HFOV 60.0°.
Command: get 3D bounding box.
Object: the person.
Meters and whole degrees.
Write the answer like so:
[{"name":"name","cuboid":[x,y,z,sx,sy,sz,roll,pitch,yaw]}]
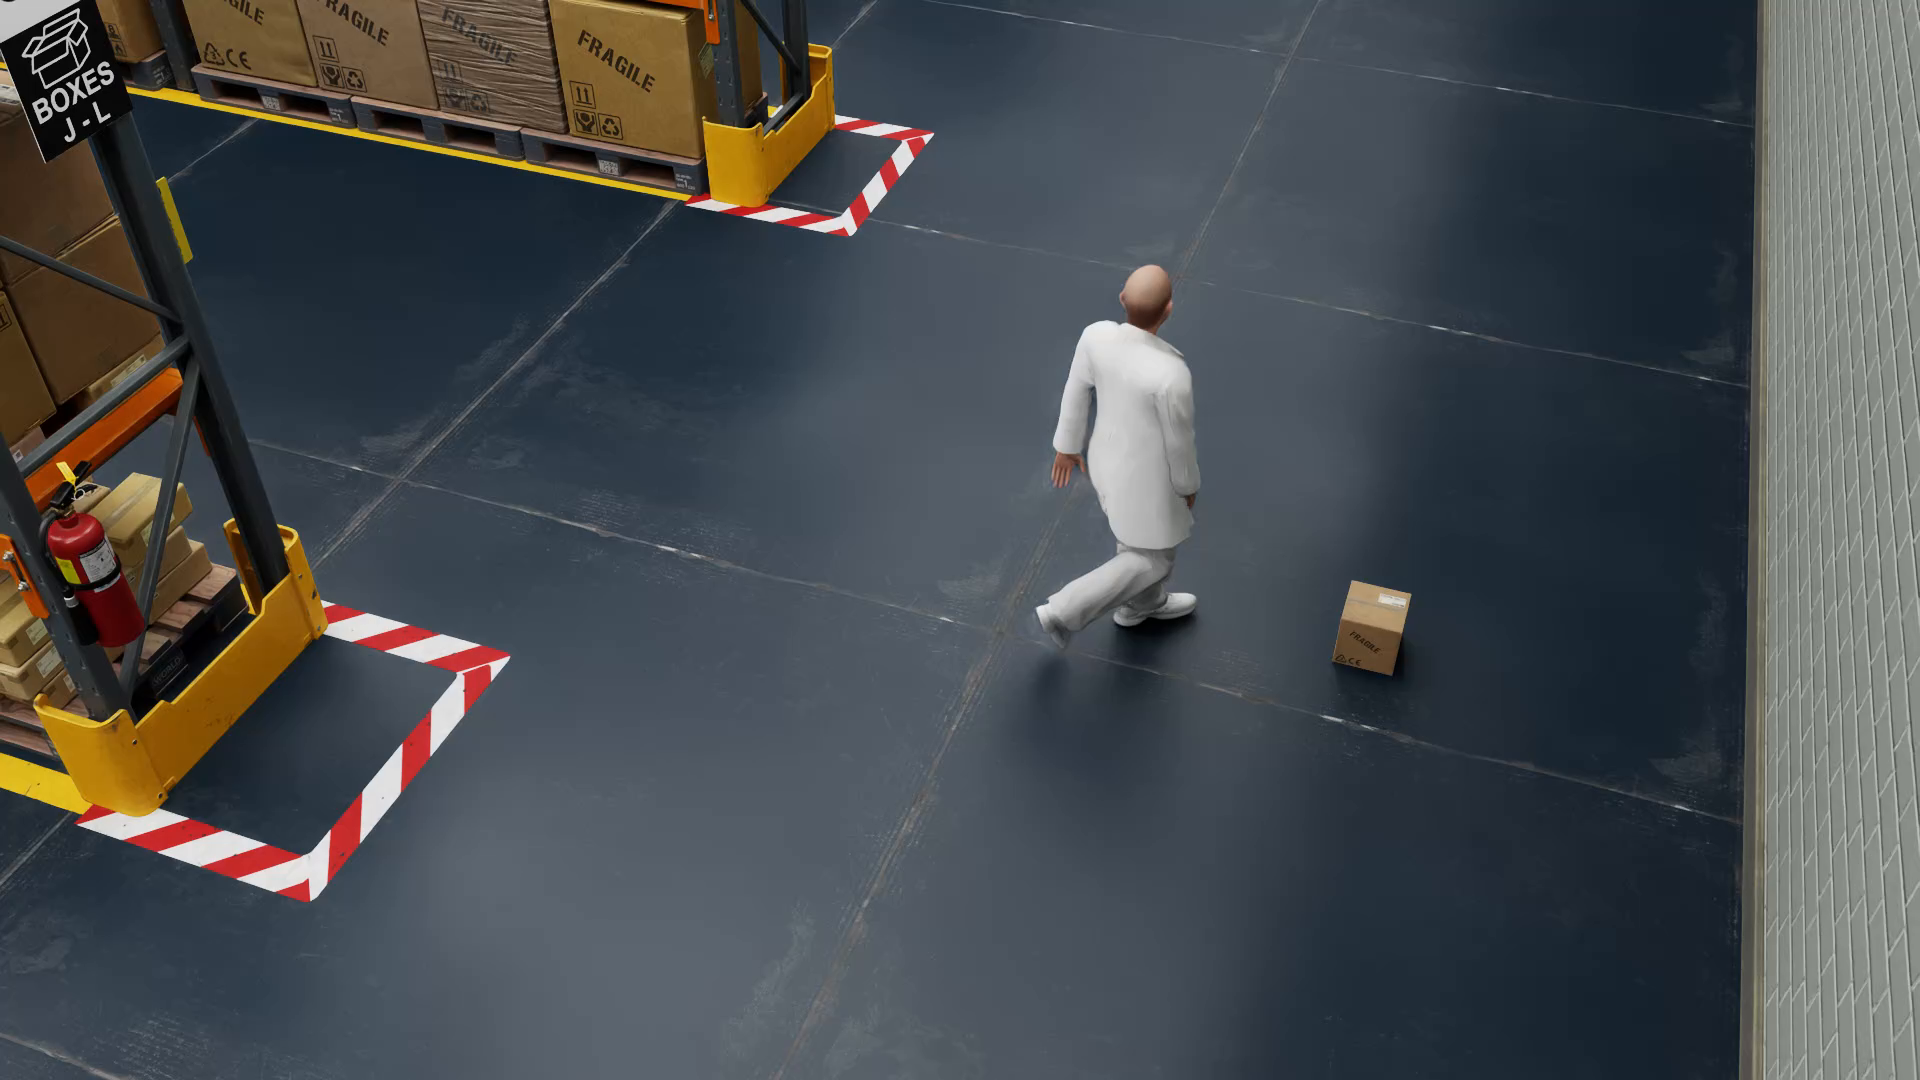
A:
[{"name":"person","cuboid":[0.645,-0.273,6.477,0.817,1.766,0.576,-18,44,-20]}]
